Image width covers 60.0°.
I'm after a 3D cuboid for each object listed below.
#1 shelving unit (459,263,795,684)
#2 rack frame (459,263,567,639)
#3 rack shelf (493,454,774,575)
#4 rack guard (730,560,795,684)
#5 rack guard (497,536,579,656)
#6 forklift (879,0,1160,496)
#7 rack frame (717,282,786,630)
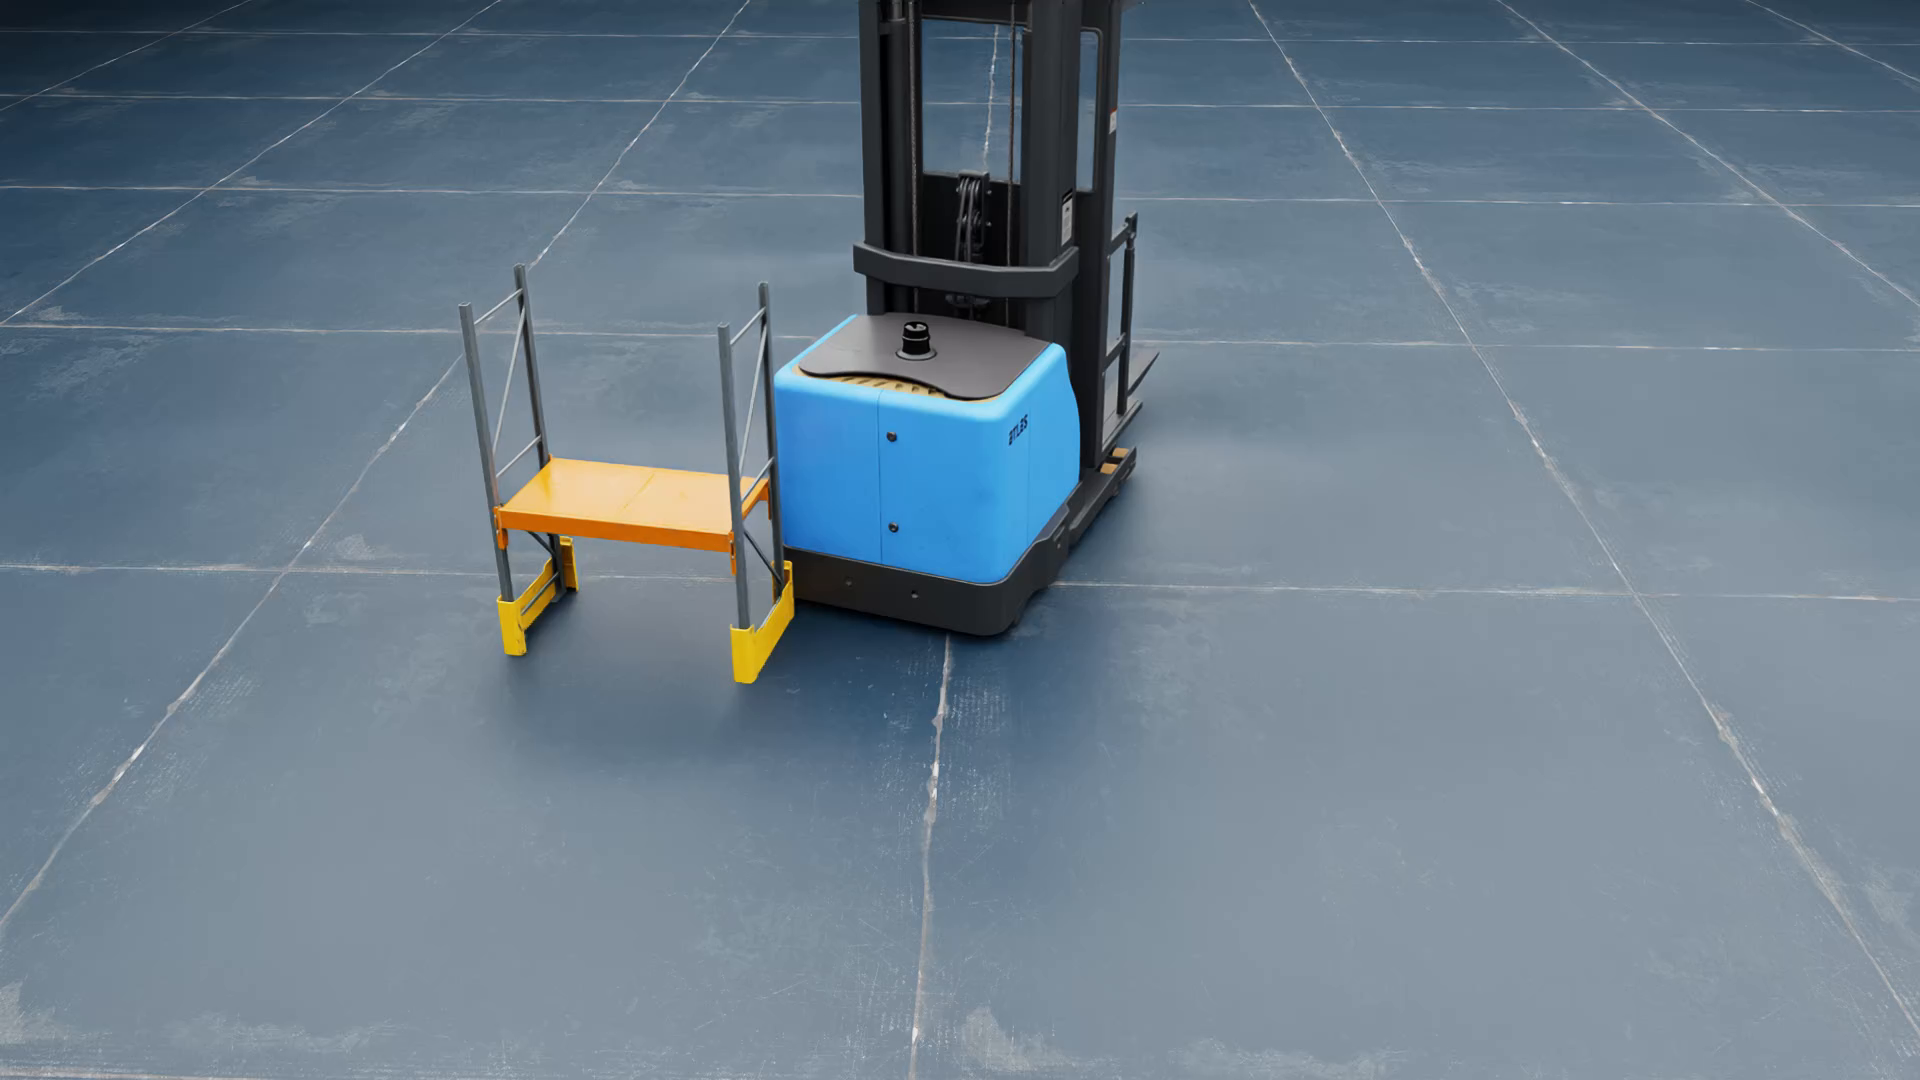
[{"bbox_3d":[-1.296,-0.271,6.661,1.083,1.500,0.587,6,28,11],"label":"shelving unit"},{"bbox_3d":[-1.801,-0.324,6.759,0.032,1.500,0.500,6,28,11],"label":"rack frame"},{"bbox_3d":[-1.304,-0.113,6.747,1.000,0.185,0.538,6,28,11],"label":"rack shelf"},{"bbox_3d":[-0.809,0.331,6.859,0.087,0.250,0.587,6,28,11],"label":"rack guard"},{"bbox_3d":[-1.782,0.231,7.048,0.087,0.250,0.587,6,28,11],"label":"rack guard"},{"bbox_3d":[0.241,-1.570,7.583,1.121,2.935,3.031,11,30,19],"label":"forklift"},{"bbox_3d":[-0.808,-0.221,6.566,0.032,1.500,0.500,6,28,11],"label":"rack frame"}]
